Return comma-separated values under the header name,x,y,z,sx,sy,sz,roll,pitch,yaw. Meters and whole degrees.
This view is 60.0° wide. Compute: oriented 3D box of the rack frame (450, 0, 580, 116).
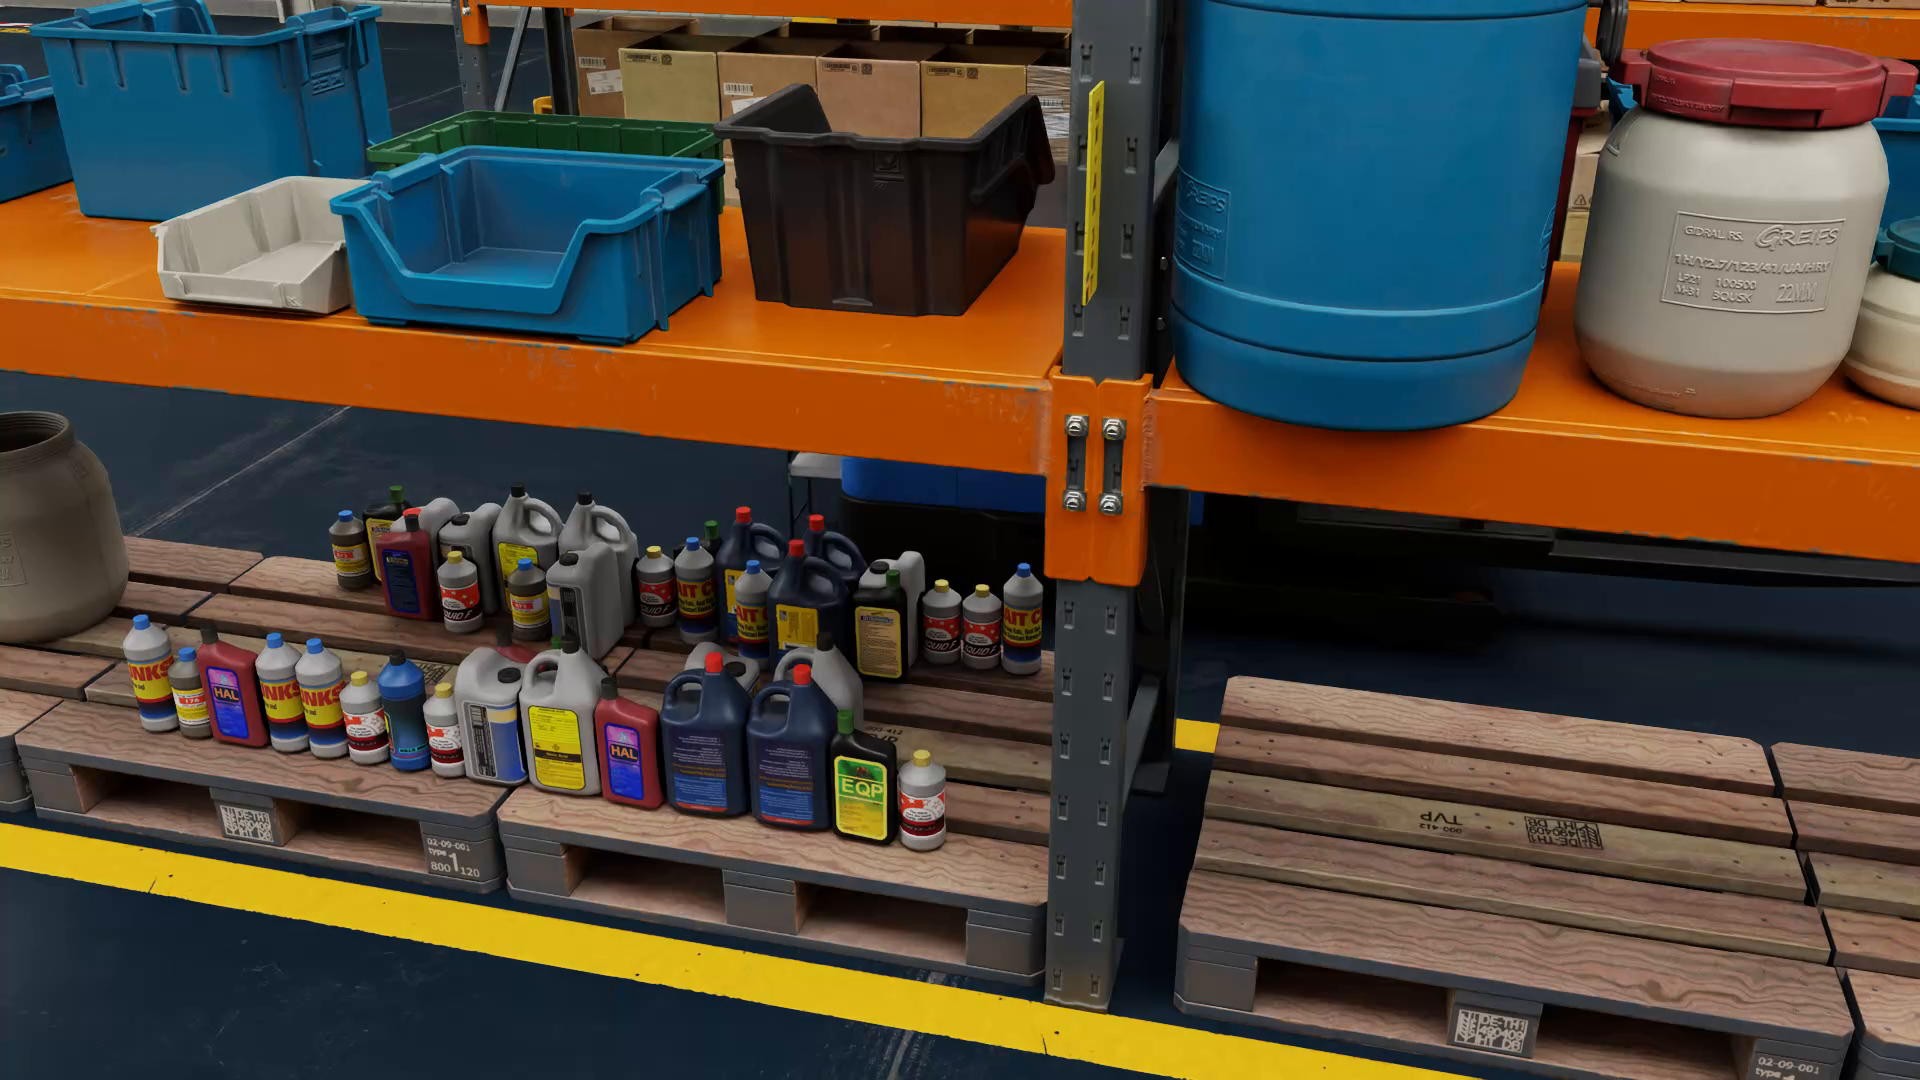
name,x,y,z,sx,sy,sz,roll,pitch,yaw
rack frame,-2.285,-3.122,8.318,0.127,3.000,1.000,6,26,13

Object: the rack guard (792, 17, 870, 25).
name,x,y,z,sx,sy,sz,roll,pitch,yaw
rack guard,-0.981,-4.048,13.170,0.348,0.500,1.175,6,26,13

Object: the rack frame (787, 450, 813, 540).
name,x,y,z,sx,sy,sz,roll,pitch,yaw
rack frame,-0.506,-0.443,5.133,0.006,0.900,0.240,4,26,9

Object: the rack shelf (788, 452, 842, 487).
name,x,y,z,sx,sy,sz,roll,pitch,yaw
rack shelf,-0.406,-0.242,5.208,0.200,0.077,0.258,4,26,9

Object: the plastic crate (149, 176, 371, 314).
name,x,y,z,sx,sy,sz,roll,pitch,yaw
plastic crate,-1.284,-0.581,3.288,0.437,0.136,0.530,6,26,13

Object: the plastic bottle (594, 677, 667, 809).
name,x,y,z,sx,sy,sz,roll,pitch,yaw
plastic bottle,-0.698,0.426,3.513,0.133,0.283,0.061,8,27,16

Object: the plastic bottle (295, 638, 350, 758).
name,x,y,z,sx,sy,sz,roll,pitch,yaw
plastic bottle,-1.415,0.344,3.699,0.097,0.271,0.097,0,25,0

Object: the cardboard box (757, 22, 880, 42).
name,x,y,z,sx,sy,sz,roll,pitch,yaw
cardboard box,-0.719,-2.374,8.585,0.500,0.500,0.500,6,26,13

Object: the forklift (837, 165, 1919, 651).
name,x,y,z,sx,sy,sz,roll,pitch,yaw
forklift,1.209,-1.263,4.494,3.031,2.935,1.130,4,26,9

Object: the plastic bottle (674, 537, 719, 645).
name,x,y,z,sx,sy,sz,roll,pitch,yaw
plastic bottle,-0.661,0.122,4.167,0.097,0.271,0.097,0,25,0

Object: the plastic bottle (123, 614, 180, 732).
name,x,y,z,sx,sy,sz,roll,pitch,yaw
plastic bottle,-1.844,0.297,3.799,0.097,0.271,0.097,0,25,0

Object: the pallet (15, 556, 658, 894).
name,x,y,z,sx,sy,sz,roll,pitch,yaw
pallet,-1.473,0.408,4.147,1.213,0.211,1.003,6,26,13

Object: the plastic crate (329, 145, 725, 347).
name,x,y,z,sx,sy,sz,roll,pitch,yaw
plastic crate,-0.787,-0.570,3.131,0.616,0.251,0.499,6,26,13

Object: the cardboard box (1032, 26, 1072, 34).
name,x,y,z,sx,sy,sz,roll,pitch,yaw
cardboard box,0.843,-3.983,12.522,0.500,0.500,0.700,5,26,10

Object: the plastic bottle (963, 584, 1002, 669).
name,x,y,z,sx,sy,sz,roll,pitch,yaw
plastic bottle,0.054,0.206,4.072,0.097,0.201,0.097,0,25,0

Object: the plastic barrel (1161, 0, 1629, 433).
name,x,y,z,sx,sy,sz,roll,pitch,yaw
plastic barrel,0.651,-0.691,2.628,0.708,0.901,0.600,6,26,13

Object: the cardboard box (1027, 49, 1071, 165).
name,x,y,z,sx,sy,sz,roll,pitch,yaw
cardboard box,0.604,-1.997,7.794,0.500,0.500,0.500,6,26,13

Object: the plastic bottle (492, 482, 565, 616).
name,x,y,z,sx,sy,sz,roll,pitch,yaw
plastic bottle,-1.101,0.021,4.287,0.185,0.351,0.144,7,26,15

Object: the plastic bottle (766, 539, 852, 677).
name,x,y,z,sx,sy,sz,roll,pitch,yaw
plastic bottle,-0.362,0.166,3.981,0.185,0.351,0.144,6,26,13

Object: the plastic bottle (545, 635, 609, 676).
name,x,y,z,sx,sy,sz,roll,pitch,yaw
plastic bottle,-0.841,0.347,3.681,0.133,0.283,0.061,6,26,13

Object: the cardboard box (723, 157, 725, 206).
name,x,y,z,sx,sy,sz,roll,pitch,yaw
cardboard box,-1.336,-1.868,8.394,0.500,0.250,0.500,6,26,13

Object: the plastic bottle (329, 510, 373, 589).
name,x,y,z,sx,sy,sz,roll,pitch,yaw
plastic bottle,-1.634,0.019,4.464,0.097,0.201,0.097,0,25,0

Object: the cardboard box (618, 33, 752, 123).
name,x,y,z,sx,sy,sz,roll,pitch,yaw
cardboard box,-1.336,-2.206,8.231,0.500,0.500,0.500,6,26,13

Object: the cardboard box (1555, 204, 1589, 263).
name,x,y,z,sx,sy,sz,roll,pitch,yaw
cardboard box,2.915,-1.386,7.381,0.500,0.250,0.500,6,26,11

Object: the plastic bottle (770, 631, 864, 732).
name,x,y,z,sx,sy,sz,roll,pitch,yaw
plastic bottle,-0.308,0.357,3.581,0.185,0.351,0.144,6,26,13

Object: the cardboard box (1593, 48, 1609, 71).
name,x,y,z,sx,sy,sz,roll,pitch,yaw
cardboard box,4.533,-3.649,11.820,0.500,0.500,0.700,7,26,14

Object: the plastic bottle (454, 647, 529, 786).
name,x,y,z,sx,sy,sz,roll,pitch,yaw
plastic bottle,-0.999,0.376,3.627,0.135,0.276,0.152,7,26,14

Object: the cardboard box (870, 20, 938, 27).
name,x,y,z,sx,sy,sz,roll,pitch,yaw
cardboard box,-0.407,-4.058,12.899,0.500,0.311,0.500,3,26,7

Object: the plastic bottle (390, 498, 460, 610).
name,x,y,z,sx,sy,sz,roll,pitch,yaw
plastic bottle,-1.397,0.024,4.368,0.135,0.276,0.152,7,26,13

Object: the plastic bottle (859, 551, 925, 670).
name,x,y,z,sx,sy,sz,roll,pitch,yaw
plastic bottle,-0.167,0.160,4.082,0.135,0.276,0.152,7,26,15

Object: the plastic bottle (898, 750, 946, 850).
name,x,y,z,sx,sy,sz,roll,pitch,yaw
plastic bottle,-0.077,0.524,3.404,0.097,0.201,0.097,0,25,0

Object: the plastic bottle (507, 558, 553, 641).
name,x,y,z,sx,sy,sz,roll,pitch,yaw
plastic bottle,-1.089,0.143,4.203,0.097,0.201,0.097,0,25,0

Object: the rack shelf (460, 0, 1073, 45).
name,x,y,z,sx,sy,sz,roll,pitch,yaw
rack shelf,-0.348,-2.583,8.023,4.000,0.370,1.077,6,26,13

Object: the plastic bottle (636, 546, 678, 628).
name,x,y,z,sx,sy,sz,roll,pitch,yaw
plastic bottle,-0.778,0.114,4.265,0.097,0.201,0.097,0,25,0

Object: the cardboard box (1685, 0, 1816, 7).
name,x,y,z,sx,sy,sz,roll,pitch,yaw
cardboard box,3.324,-2.540,6.979,0.500,0.500,0.500,6,26,13

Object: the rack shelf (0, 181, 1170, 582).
name,x,y,z,sx,sy,sz,roll,pitch,yaw
rack shelf,-1.585,-0.521,3.692,4.000,0.370,1.077,6,26,13

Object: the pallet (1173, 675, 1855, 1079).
name,x,y,z,sx,sy,sz,roll,pitch,yaw
pallet,1.122,0.695,3.544,1.213,0.211,1.003,6,26,13

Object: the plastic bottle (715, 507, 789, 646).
name,x,y,z,sx,sy,sz,roll,pitch,yaw
plastic bottle,-0.509,0.086,4.149,0.185,0.351,0.144,5,26,11

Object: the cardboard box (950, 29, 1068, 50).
name,x,y,z,sx,sy,sz,roll,pitch,yaw
cardboard box,0.250,-2.267,8.361,0.500,0.500,0.500,6,26,13

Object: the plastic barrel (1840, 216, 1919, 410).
name,x,y,z,sx,sy,sz,roll,pitch,yaw
plastic barrel,1.596,-0.364,2.685,0.301,0.262,0.301,0,25,0

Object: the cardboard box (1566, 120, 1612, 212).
name,x,y,z,sx,sy,sz,roll,pitch,yaw
cardboard box,2.913,-1.636,7.255,0.500,0.311,0.500,5,26,11

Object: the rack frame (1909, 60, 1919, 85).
name,x,y,z,sx,sy,sz,roll,pitch,yaw
rack frame,6.693,-4.328,10.851,0.127,3.000,1.000,6,26,13

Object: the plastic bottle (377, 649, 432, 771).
name,x,y,z,sx,sy,sz,roll,pitch,yaw
plastic bottle,-1.219,0.366,3.654,0.097,0.271,0.097,0,25,0

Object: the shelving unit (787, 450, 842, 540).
name,x,y,z,sx,sy,sz,roll,pitch,yaw
shelving unit,-0.406,-0.435,5.116,0.210,0.900,0.258,4,26,9

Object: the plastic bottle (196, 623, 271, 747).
name,x,y,z,sx,sy,sz,roll,pitch,yaw
plastic bottle,-1.629,0.323,3.729,0.133,0.283,0.061,7,26,14

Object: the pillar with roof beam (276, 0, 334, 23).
name,x,y,z,sx,sy,sz,roll,pitch,yaw
pillar with roof beam,-7.044,-7.028,9.544,0.400,9.000,9.100,6,26,13

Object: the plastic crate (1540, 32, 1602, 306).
name,x,y,z,sx,sy,sz,roll,pitch,yaw
plastic crate,0.897,-0.736,3.232,0.583,0.464,0.402,6,26,13

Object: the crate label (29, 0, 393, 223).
name,x,y,z,sx,sy,sz,roll,pitch,yaw
crate label,-1.672,-0.992,3.802,0.616,0.435,0.502,6,26,13

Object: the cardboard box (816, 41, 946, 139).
name,x,y,z,sx,sy,sz,roll,pitch,yaw
cardboard box,-0.369,-2.097,8.002,0.500,0.500,0.500,6,26,13

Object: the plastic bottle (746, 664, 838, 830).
name,x,y,z,sx,sy,sz,roll,pitch,yaw
plastic bottle,-0.343,0.417,3.455,0.185,0.351,0.144,6,26,12

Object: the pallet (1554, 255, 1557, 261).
name,x,y,z,sx,sy,sz,roll,pitch,yaw
pallet,2.313,-1.372,7.886,1.213,0.211,1.003,6,26,13
